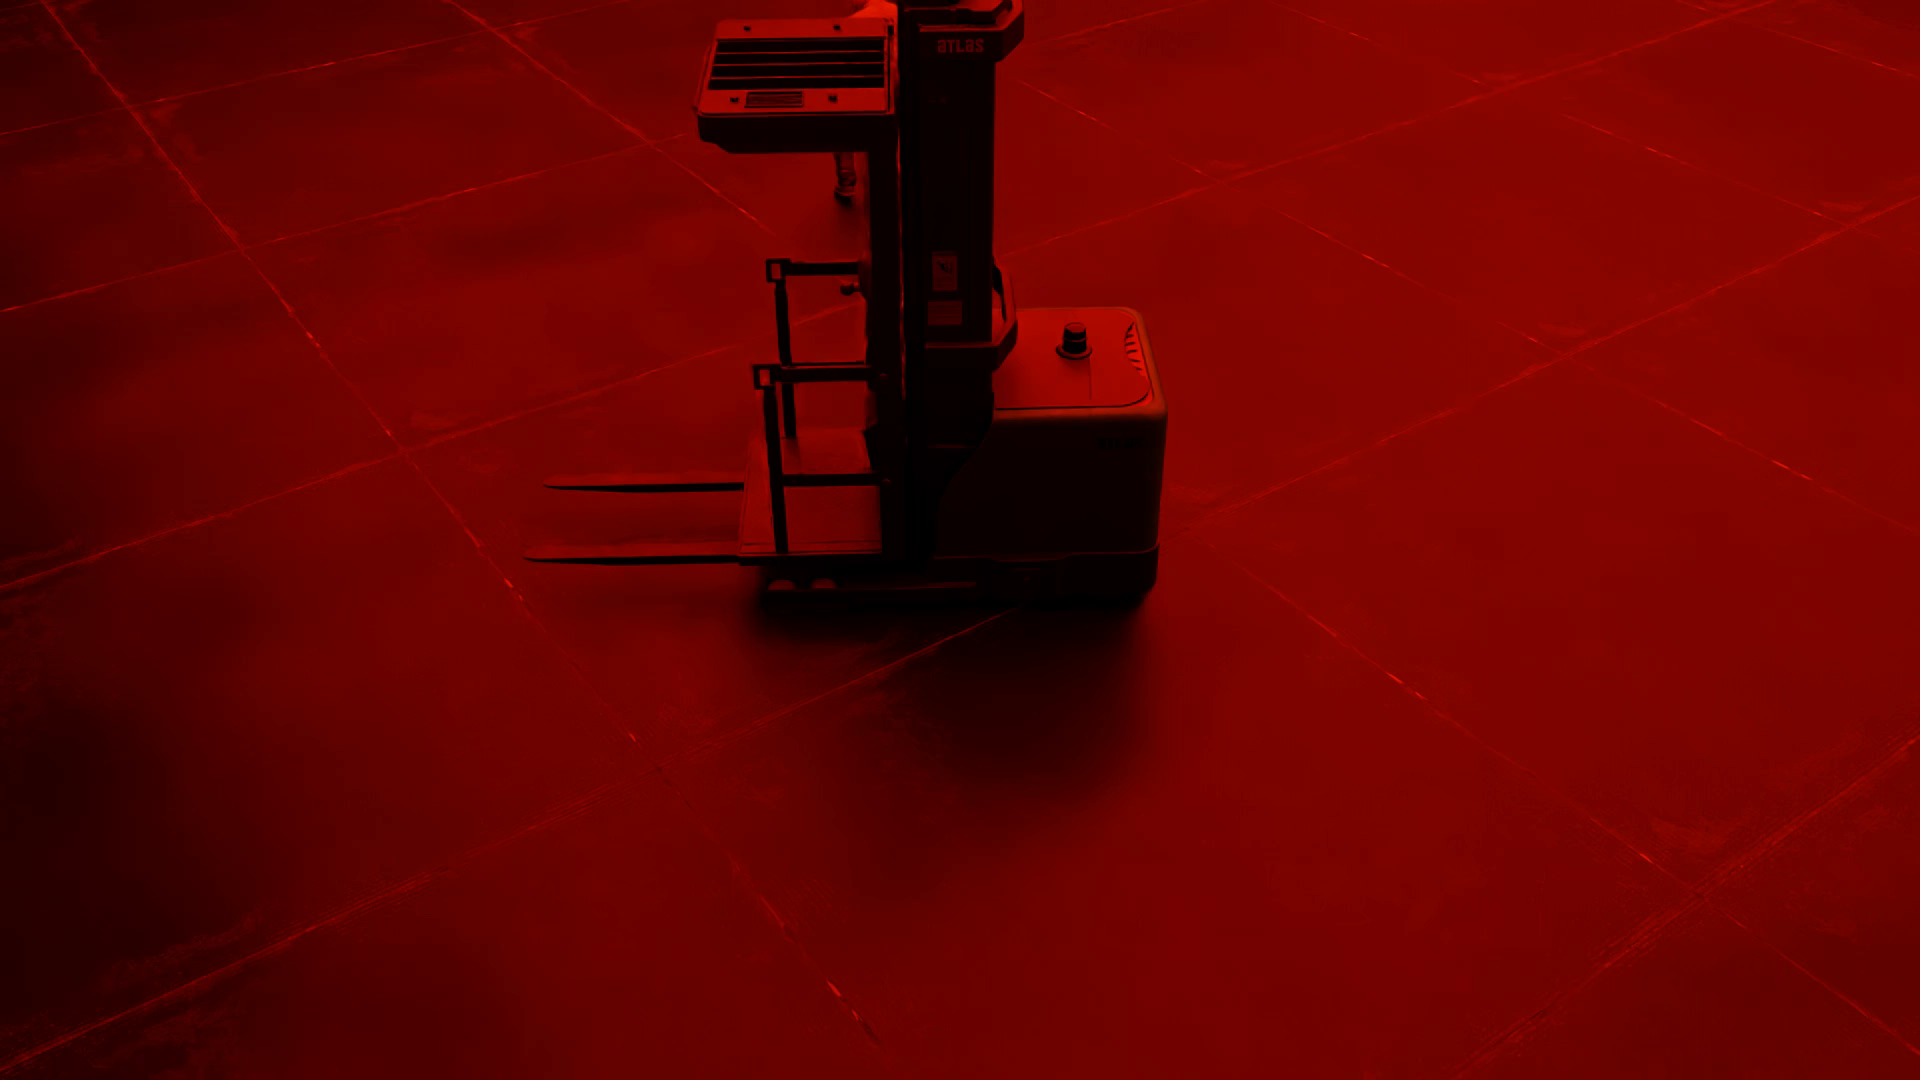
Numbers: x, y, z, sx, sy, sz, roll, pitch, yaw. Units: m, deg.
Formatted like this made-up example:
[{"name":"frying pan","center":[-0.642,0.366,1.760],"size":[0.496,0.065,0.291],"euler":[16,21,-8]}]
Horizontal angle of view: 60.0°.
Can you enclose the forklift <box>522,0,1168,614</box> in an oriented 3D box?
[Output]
[{"name":"forklift","center":[-0.585,-1.147,7.496],"size":[3.031,2.935,1.130],"euler":[-1,37,-2]}]

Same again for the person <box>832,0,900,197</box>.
[{"name":"person","center":[-0.524,-3.100,11.441],"size":[0.961,1.579,0.523],"euler":[-19,40,-23]}]
